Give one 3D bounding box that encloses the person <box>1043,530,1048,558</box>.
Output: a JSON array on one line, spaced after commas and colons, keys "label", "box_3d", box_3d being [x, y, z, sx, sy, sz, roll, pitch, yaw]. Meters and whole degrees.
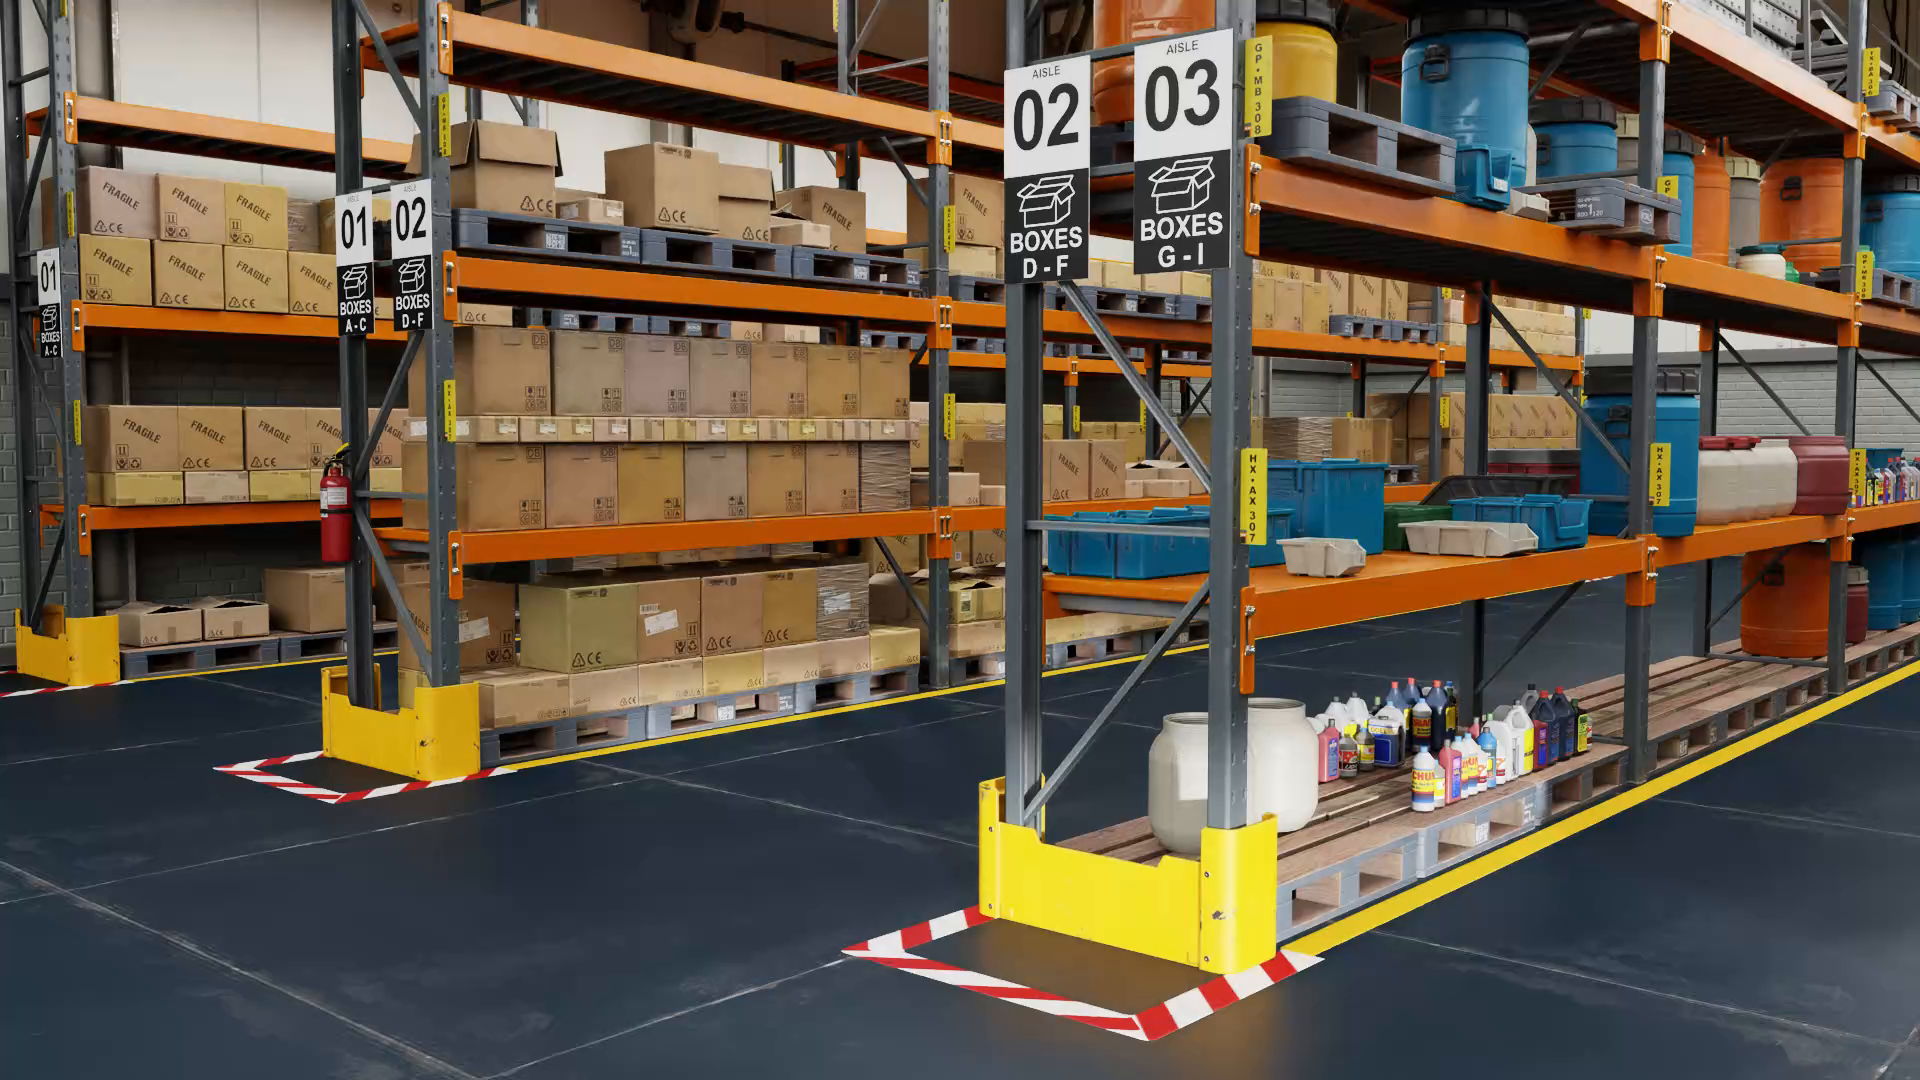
[{"label": "person", "box_3d": [1.015, -0.044, 16.894, 0.554, 1.646, 0.416, 3, 5, 40]}]
